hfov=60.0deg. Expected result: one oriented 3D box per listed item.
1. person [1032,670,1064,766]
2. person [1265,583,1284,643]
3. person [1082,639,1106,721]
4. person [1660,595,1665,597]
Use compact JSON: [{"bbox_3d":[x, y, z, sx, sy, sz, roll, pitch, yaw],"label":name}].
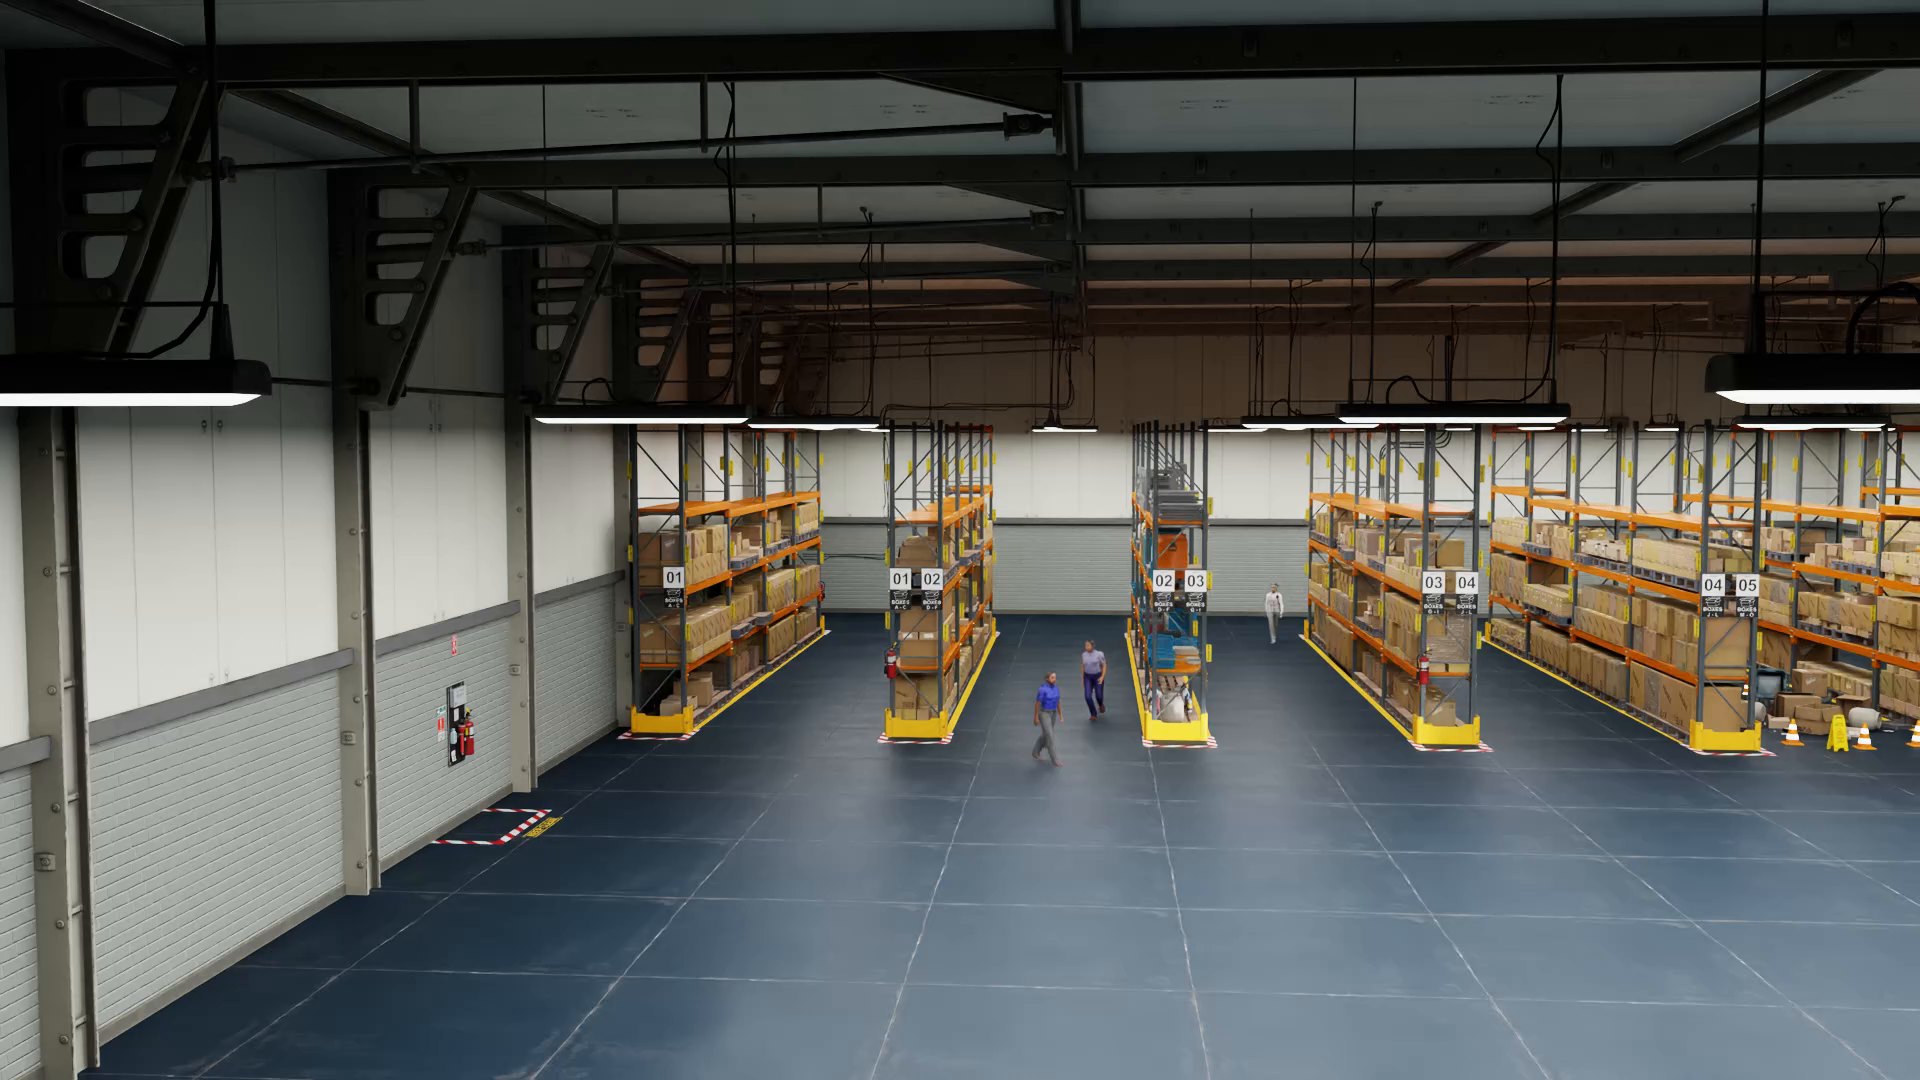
[{"bbox_3d":[1.555,3.067,28.843,0.929,1.609,0.522,3,5,42],"label":"person"},{"bbox_3d":[8.689,1.985,45.874,0.465,1.622,1.034,0,4,2],"label":"person"},{"bbox_3d":[2.701,2.804,33.523,0.538,1.620,0.567,1,4,20],"label":"person"},{"bbox_3d":[17.315,2.269,40.820,0.528,1.816,0.556,0,4,-7],"label":"person"}]
